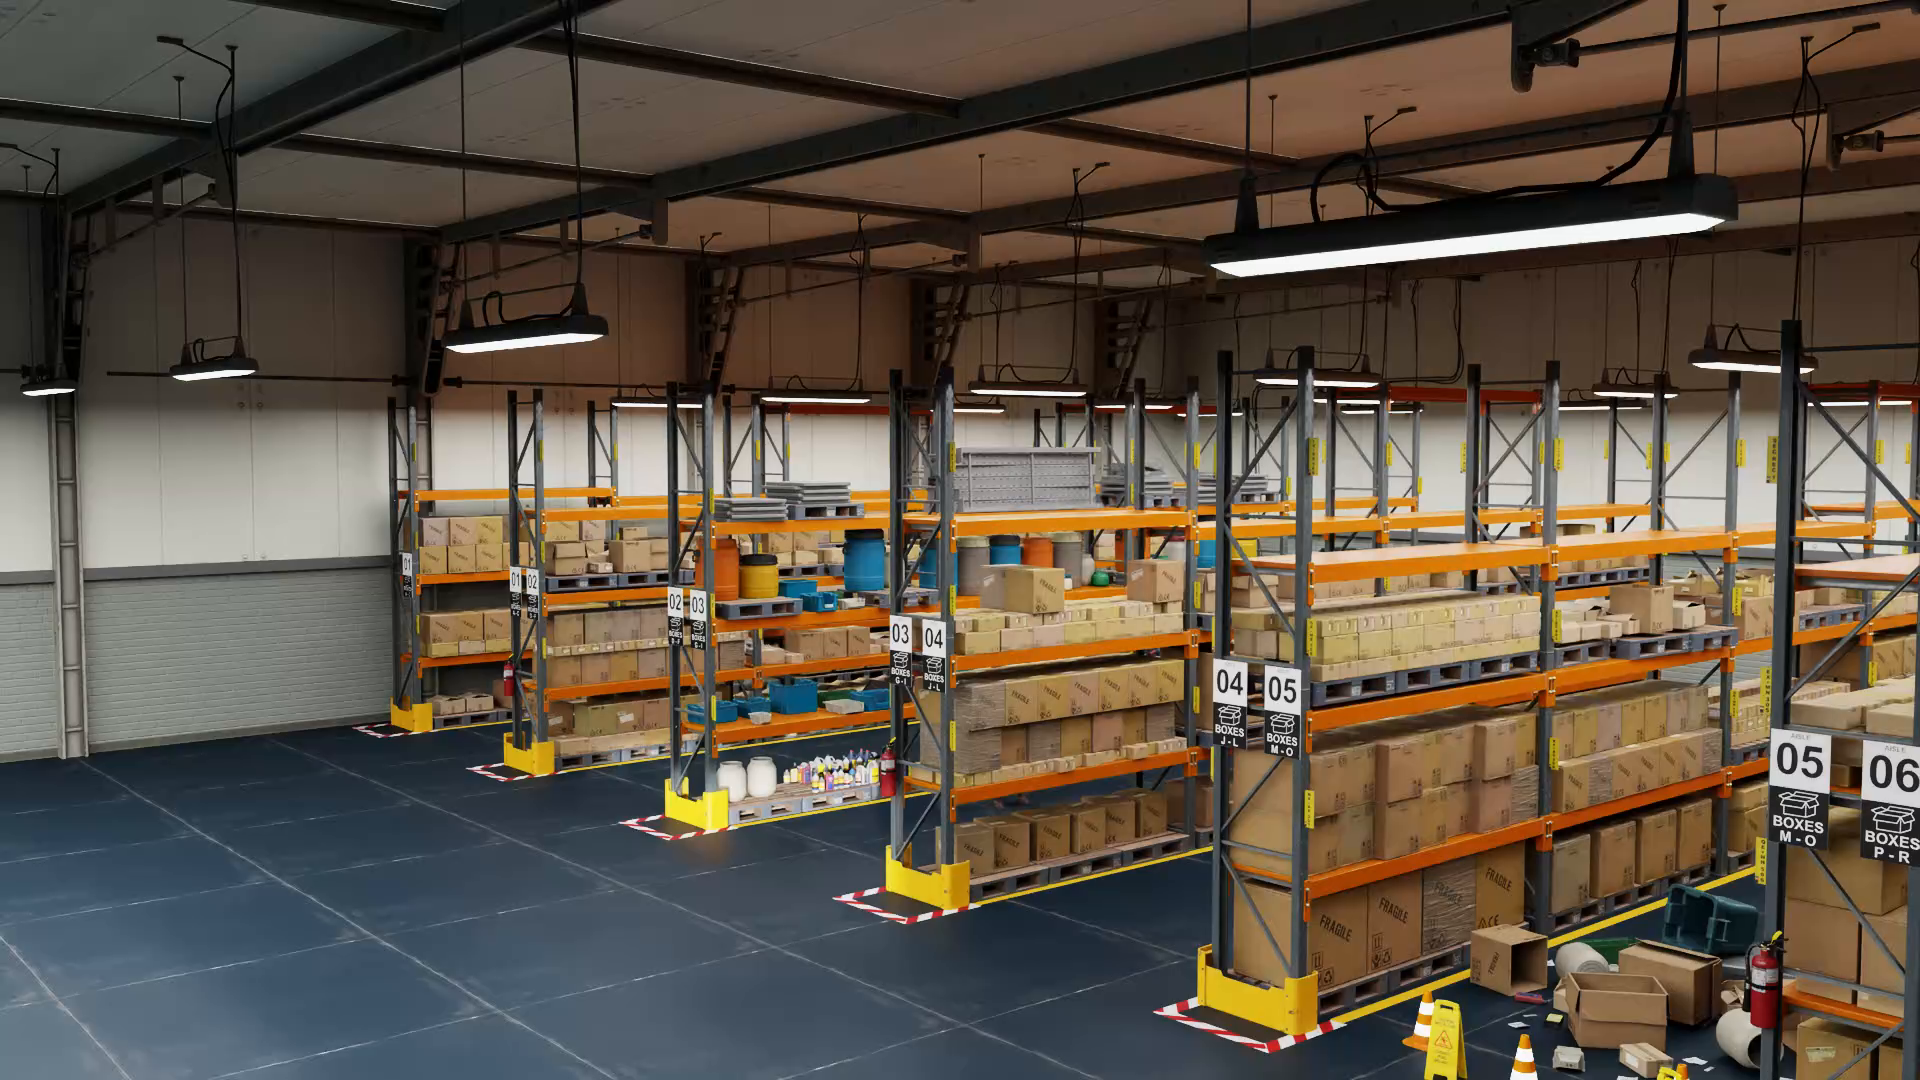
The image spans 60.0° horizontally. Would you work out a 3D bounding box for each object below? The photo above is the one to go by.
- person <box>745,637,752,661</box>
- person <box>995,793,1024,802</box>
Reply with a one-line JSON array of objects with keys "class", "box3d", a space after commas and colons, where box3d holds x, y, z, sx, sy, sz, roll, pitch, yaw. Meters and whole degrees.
[{"class": "person", "box3d": [-4.053, 2.478, 32.249, 0.504, 1.633, 0.941, 2, 4, 31]}, {"class": "person", "box3d": [0.651, 2.969, 23.579, 0.582, 1.497, 0.760, 0, 3, -3]}]
